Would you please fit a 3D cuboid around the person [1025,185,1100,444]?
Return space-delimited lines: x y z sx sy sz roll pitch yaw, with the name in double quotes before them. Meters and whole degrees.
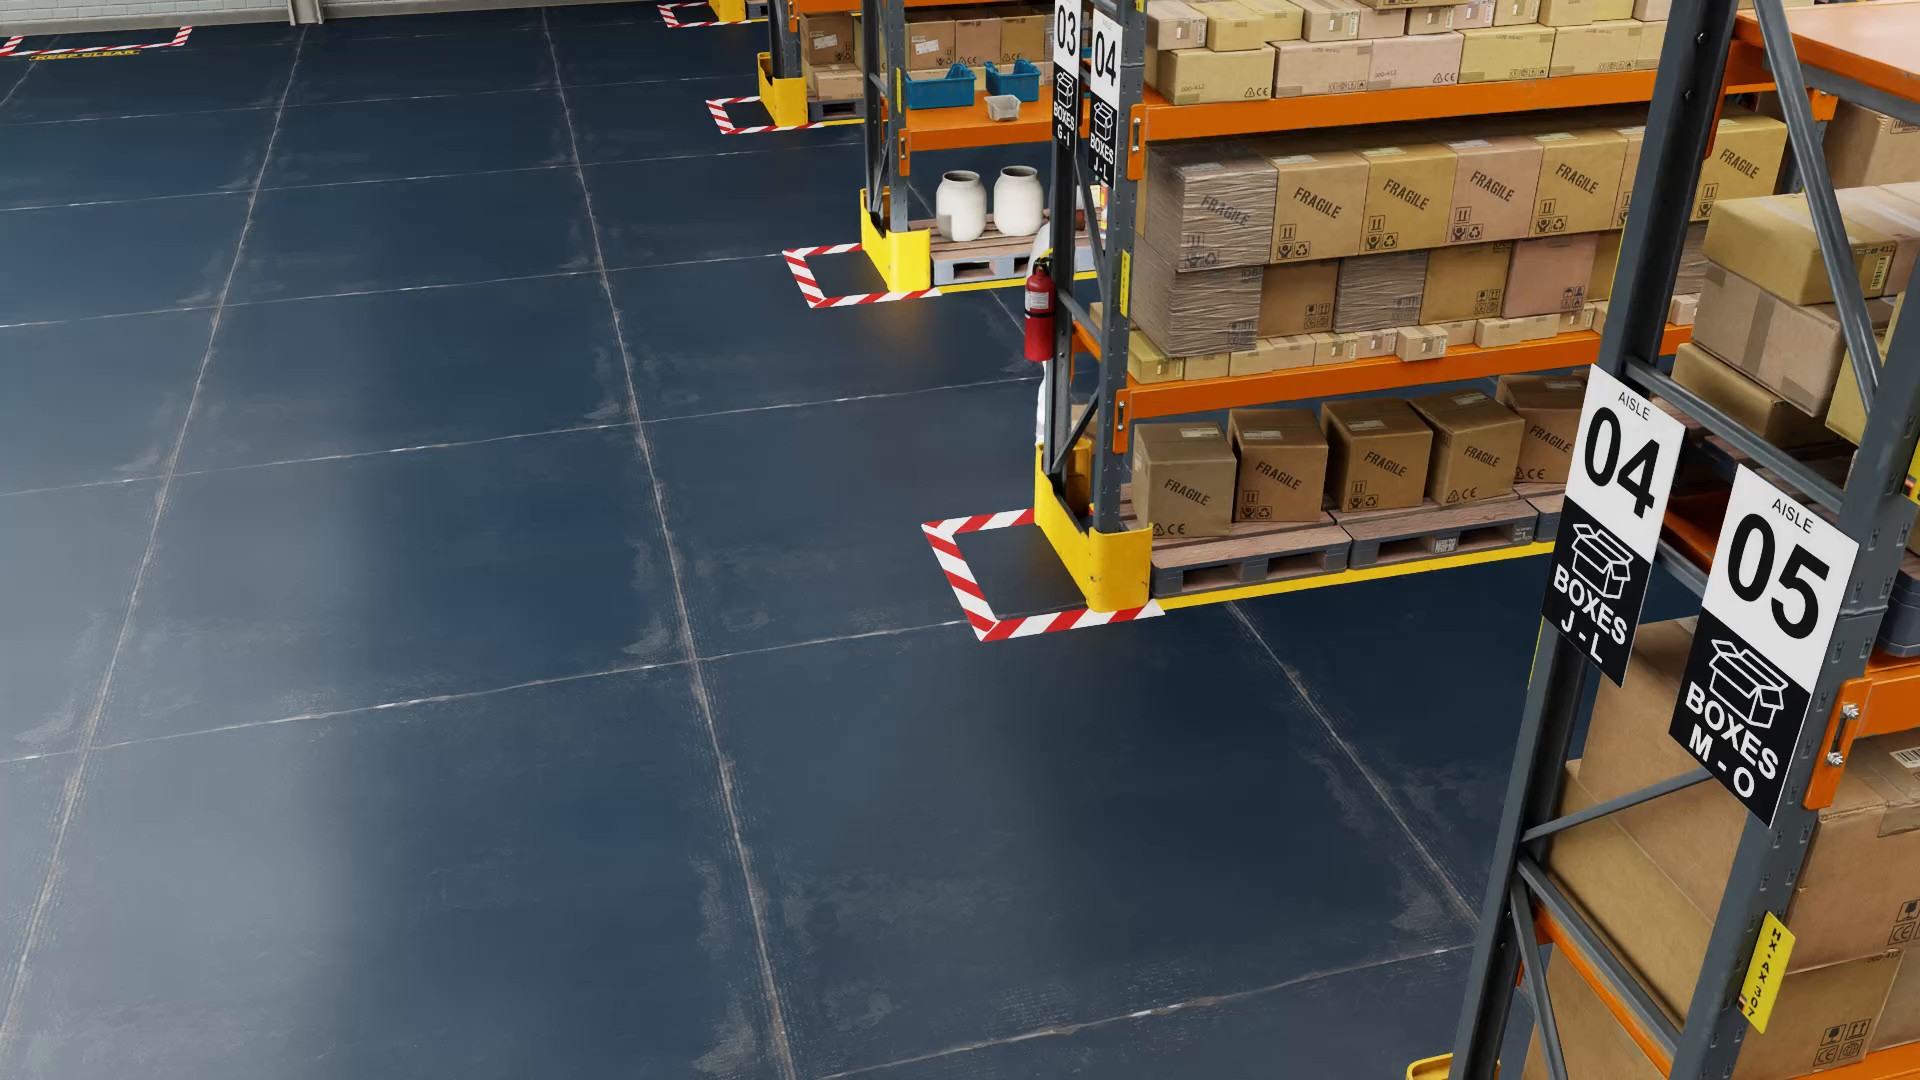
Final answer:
"person" 0.639 -1.400 10.656 0.454 1.777 0.606 2 30 3
